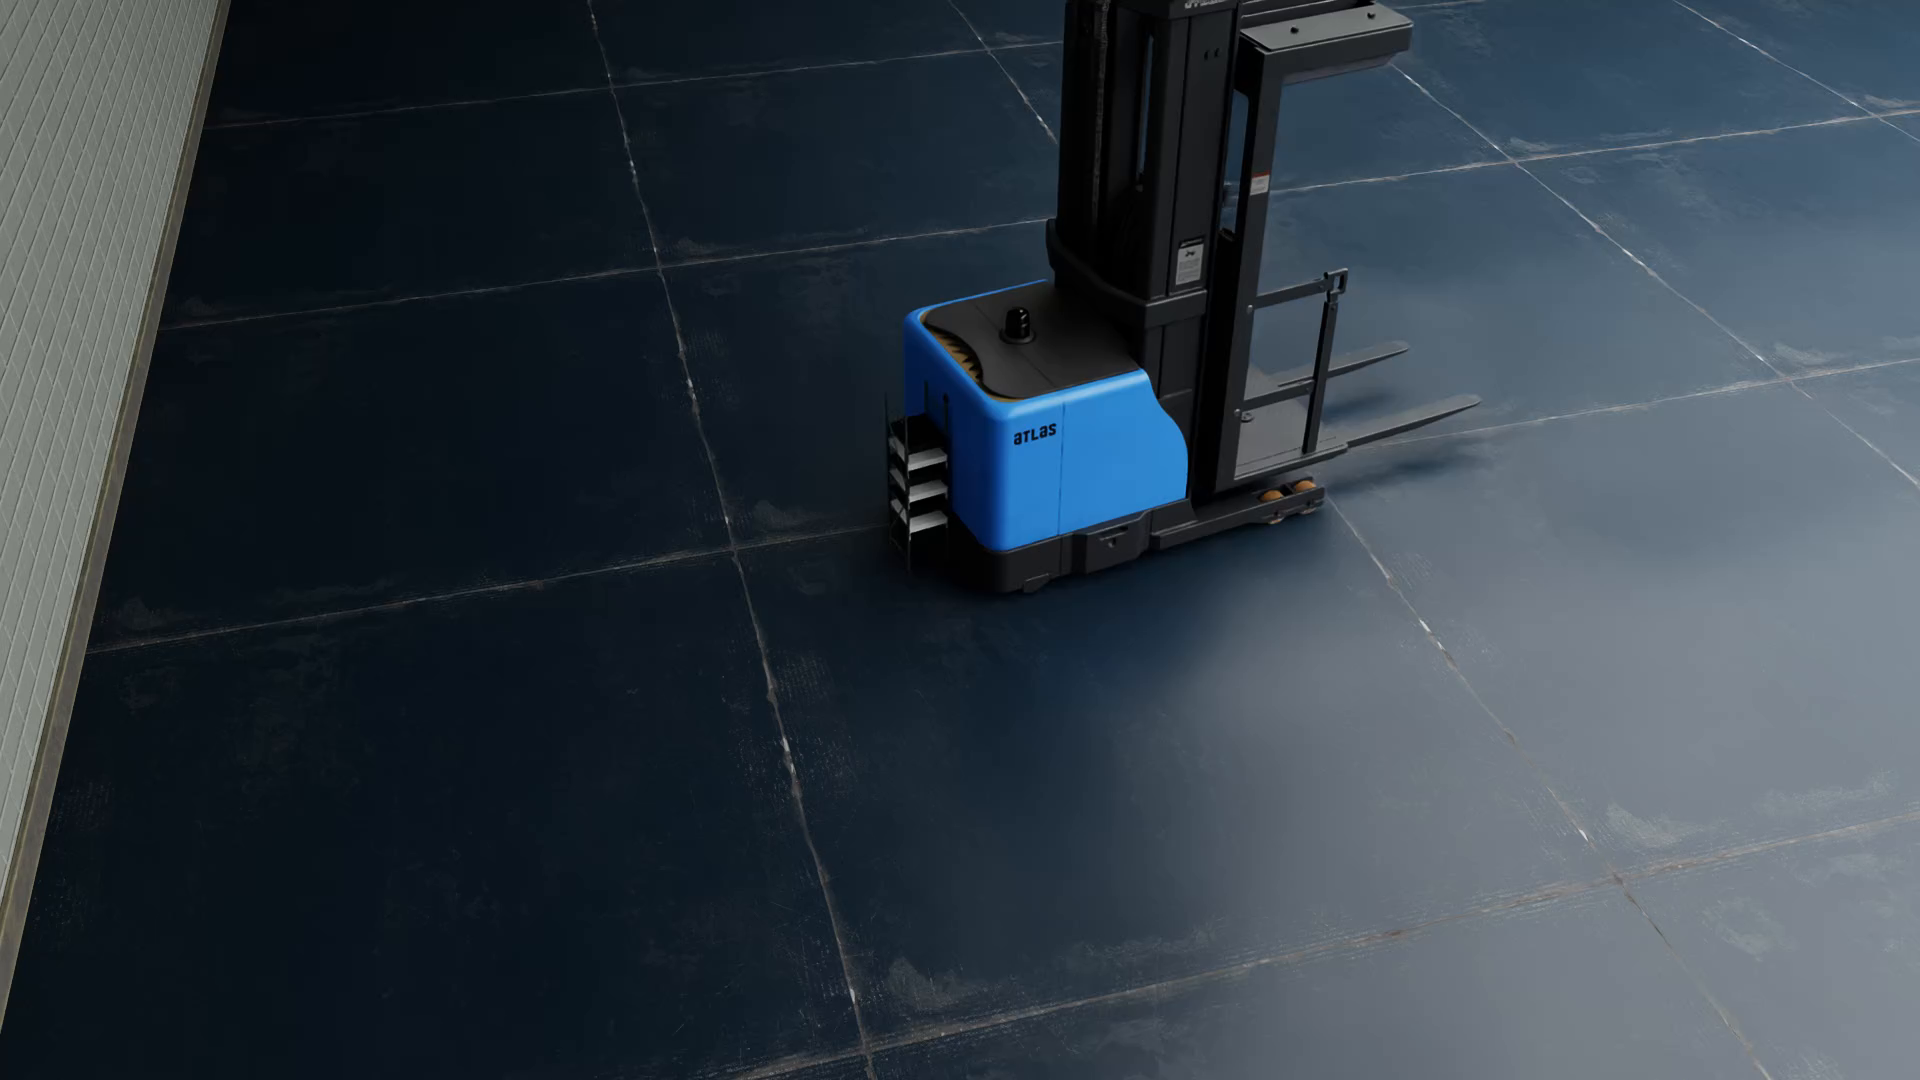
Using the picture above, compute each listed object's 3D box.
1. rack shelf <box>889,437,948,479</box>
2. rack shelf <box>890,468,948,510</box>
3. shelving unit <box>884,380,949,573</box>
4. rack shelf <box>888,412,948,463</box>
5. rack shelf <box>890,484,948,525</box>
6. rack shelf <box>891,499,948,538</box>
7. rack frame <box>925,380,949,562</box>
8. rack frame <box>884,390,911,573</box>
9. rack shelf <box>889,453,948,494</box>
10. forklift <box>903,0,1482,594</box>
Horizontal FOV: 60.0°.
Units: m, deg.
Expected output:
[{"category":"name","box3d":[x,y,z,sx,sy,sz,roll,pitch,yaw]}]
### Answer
[{"category":"rack shelf","box3d":[-0.201,-0.408,7.780,0.200,0.077,0.258,-16,40,-20]},{"category":"rack shelf","box3d":[-0.201,-0.265,7.890,0.200,0.077,0.258,-16,40,-20]},{"category":"shelving unit","box3d":[-0.201,-0.291,7.869,0.210,0.900,0.258,-16,40,-20]},{"category":"rack shelf","box3d":[-0.201,-0.479,7.726,0.200,0.077,0.258,-16,40,-20]},{"category":"rack shelf","box3d":[-0.201,-0.193,7.944,0.200,0.077,0.258,-16,40,-20]},{"category":"rack shelf","box3d":[-0.201,-0.122,7.999,0.200,0.077,0.258,-16,40,-20]},{"category":"rack frame","box3d":[-0.110,-0.318,7.904,0.006,0.900,0.240,-16,40,-20]},{"category":"rack frame","box3d":[-0.293,-0.265,7.835,0.006,0.900,0.240,-16,40,-20]},{"category":"rack shelf","box3d":[-0.201,-0.336,7.835,0.200,0.077,0.258,-16,40,-20]},{"category":"forklift","box3d":[1.270,-1.518,7.801,3.031,2.935,1.130,-16,40,-20]}]
